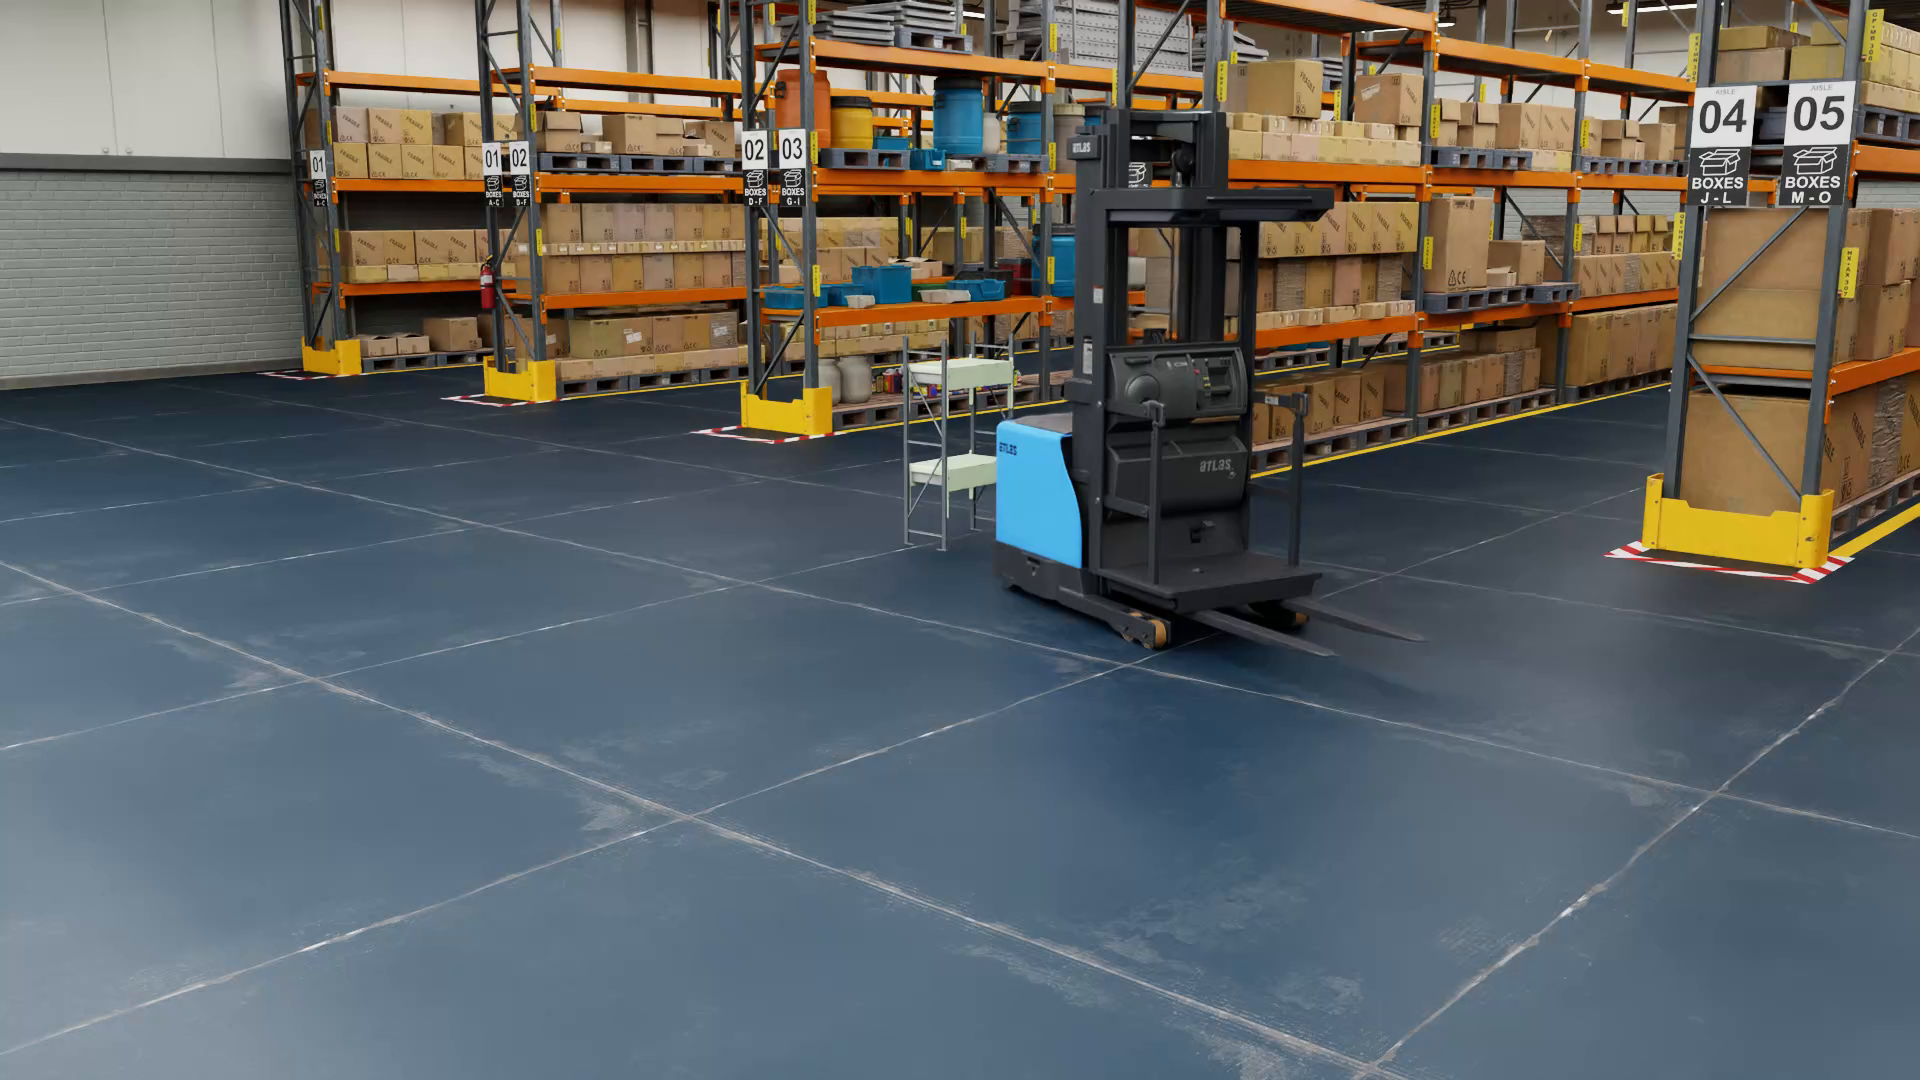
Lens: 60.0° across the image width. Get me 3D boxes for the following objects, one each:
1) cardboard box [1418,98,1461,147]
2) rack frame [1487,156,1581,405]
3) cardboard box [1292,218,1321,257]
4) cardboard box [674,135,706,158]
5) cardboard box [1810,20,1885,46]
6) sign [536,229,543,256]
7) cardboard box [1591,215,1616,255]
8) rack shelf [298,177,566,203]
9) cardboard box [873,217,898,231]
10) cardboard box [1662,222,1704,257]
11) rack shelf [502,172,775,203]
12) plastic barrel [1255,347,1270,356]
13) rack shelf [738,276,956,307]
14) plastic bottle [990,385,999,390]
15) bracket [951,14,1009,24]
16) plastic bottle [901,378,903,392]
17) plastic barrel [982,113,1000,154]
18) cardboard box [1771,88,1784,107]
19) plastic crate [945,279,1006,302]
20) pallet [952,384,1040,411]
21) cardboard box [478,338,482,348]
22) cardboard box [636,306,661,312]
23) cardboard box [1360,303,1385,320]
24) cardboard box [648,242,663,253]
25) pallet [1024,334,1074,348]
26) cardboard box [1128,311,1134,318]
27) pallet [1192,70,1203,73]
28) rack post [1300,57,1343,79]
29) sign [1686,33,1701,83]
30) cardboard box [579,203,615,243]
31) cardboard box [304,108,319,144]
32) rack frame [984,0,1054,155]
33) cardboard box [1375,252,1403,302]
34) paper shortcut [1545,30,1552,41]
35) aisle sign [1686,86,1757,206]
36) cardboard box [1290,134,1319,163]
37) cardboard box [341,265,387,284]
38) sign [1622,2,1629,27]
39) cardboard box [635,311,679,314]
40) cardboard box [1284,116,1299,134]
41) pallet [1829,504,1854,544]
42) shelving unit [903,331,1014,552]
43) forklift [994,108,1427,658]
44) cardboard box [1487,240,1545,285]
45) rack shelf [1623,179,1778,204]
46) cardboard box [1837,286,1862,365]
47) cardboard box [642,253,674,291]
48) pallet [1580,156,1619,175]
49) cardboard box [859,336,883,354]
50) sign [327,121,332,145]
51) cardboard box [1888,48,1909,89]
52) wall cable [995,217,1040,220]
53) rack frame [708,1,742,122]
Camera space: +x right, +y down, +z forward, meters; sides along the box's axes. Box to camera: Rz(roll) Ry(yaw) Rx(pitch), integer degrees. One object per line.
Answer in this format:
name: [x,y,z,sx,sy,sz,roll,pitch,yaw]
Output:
cardboard box: [4.820,-4.404,17.607,0.797,0.503,0.637,9,14,38]
rack frame: [7.075,-3.208,20.617,1.000,3.000,0.127,10,15,40]
cardboard box: [3.027,-2.909,15.549,0.500,0.500,0.500,10,15,40]
cardboard box: [-3.891,-5.484,23.148,0.500,0.311,0.500,9,14,37]
cardboard box: [5.913,-3.377,11.080,0.380,0.149,0.250,10,15,41]
sign: [-5.231,-3.704,20.683,0.100,0.325,0.005,10,15,40]
cardboard box: [8.002,-3.950,21.515,0.797,0.503,0.637,10,15,42]
rack shelf: [-8.048,-5.365,25.593,1.077,0.370,4.000,10,15,40]
cardboard box: [-1.563,-6.189,32.559,0.500,0.250,0.500,10,15,42]
cardboard box: [10.224,-4.274,23.663,0.500,0.500,0.500,10,15,40]
rack shelf: [-4.324,-4.725,22.389,1.077,0.370,4.000,10,15,40]
plastic barrel: [4.411,-3.113,25.221,0.600,0.588,0.708,10,15,40]
rack shelf: [-1.684,-3.843,25.629,1.077,0.370,4.000,10,15,40]
plastic bottle: [0.379,-2.017,20.290,0.144,0.351,0.185,9,14,38]
bracket: [0.607,-11.034,35.292,0.076,0.066,4.783,10,15,40]
plastic bottle: [-0.658,-1.883,20.001,0.097,0.201,0.097,0,11,0]
plastic barrel: [0.283,-4.954,20.341,0.421,0.512,0.421,0,11,0]
cardboard box: [5.585,-3.108,11.768,0.380,0.149,0.250,10,15,41]
plastic crate: [0.188,-2.989,19.900,0.499,0.251,0.616,10,15,40]
pallet: [0.240,-1.799,20.682,1.003,0.211,1.213,10,15,40]
cardboard box: [-7.798,-3.126,26.360,0.380,0.149,0.250,8,14,36]
cardboard box: [-5.583,-3.794,28.807,0.700,0.500,0.500,10,15,41]
cardboard box: [4.050,-2.311,16.767,0.380,0.149,0.250,10,15,40]
cardboard box: [-4.208,-3.936,22.347,0.380,0.149,0.250,10,15,41]
pallet: [1.768,-3.586,29.628,1.003,0.211,1.213,10,15,40]
cardboard box: [2.935,-4.206,31.355,0.500,0.311,0.500,10,15,40]
pallet: [3.854,-6.604,23.804,1.213,0.211,1.003,10,15,40]
rack post: [5.416,-7.222,25.589,0.937,0.300,0.954,9,15,39]
sign: [5.055,-3.314,11.427,0.100,0.325,0.005,10,15,40]
cardboard box: [-4.948,-4.151,21.768,0.700,0.500,0.500,9,15,39]
cardboard box: [-9.280,-6.070,24.426,0.500,0.500,0.500,11,15,43]
rack frame: [0.714,-6.202,20.289,1.000,3.000,0.127,10,15,40]
cardboard box: [4.092,-2.757,17.340,0.875,0.500,0.500,10,15,40]
paper shortcut: [7.553,-6.481,21.328,0.009,0.170,0.078,23,-8,37]
aisle sign: [5.181,-2.678,11.326,0.394,0.787,0.004,10,15,40]
cardboard box: [2.973,-3.615,15.379,0.500,0.250,0.500,10,15,40]
cardboard box: [-8.807,-3.920,24.510,0.500,0.250,0.500,9,15,39]
sign: [9.315,-7.350,23.246,0.100,0.325,0.005,10,15,40]
cardboard box: [-4.205,-2.952,23.365,0.500,0.500,0.500,10,15,40]
cardboard box: [2.865,-3.780,15.184,0.380,0.149,0.250,10,15,40]
pallet: [5.923,-0.136,12.351,1.003,0.211,1.213,10,15,40]
shelving unit: [-0.004,-0.734,12.059,0.431,1.500,0.755,10,15,40]
forklift: [1.370,-0.935,9.411,1.130,2.935,3.031,-6,13,-28]
cardboard box: [6.456,-3.284,19.666,0.500,0.500,0.700,-9,15,-39]
rack shelf: [11.036,-5.209,24.813,1.077,0.370,4.000,10,15,40]
cardboard box: [6.011,-1.593,12.146,0.875,0.550,0.550,10,15,40]
cardboard box: [-4.307,-3.657,22.607,0.700,0.500,0.500,10,15,42]
pallet: [7.461,-4.688,20.850,1.213,0.211,1.003,11,16,43]
cardboard box: [-1.537,-3.013,25.584,0.500,0.250,0.500,10,15,41]
sign: [-8.960,-5.782,23.613,0.100,0.325,0.005,10,15,40]
cardboard box: [6.299,-3.286,11.644,0.500,0.250,0.500,10,15,40]
wall cable: [1.329,-7.116,37.585,0.084,1.984,1.851,10,15,40]
rack frame: [-4.087,-8.072,29.648,1.000,3.000,0.127,10,15,40]
